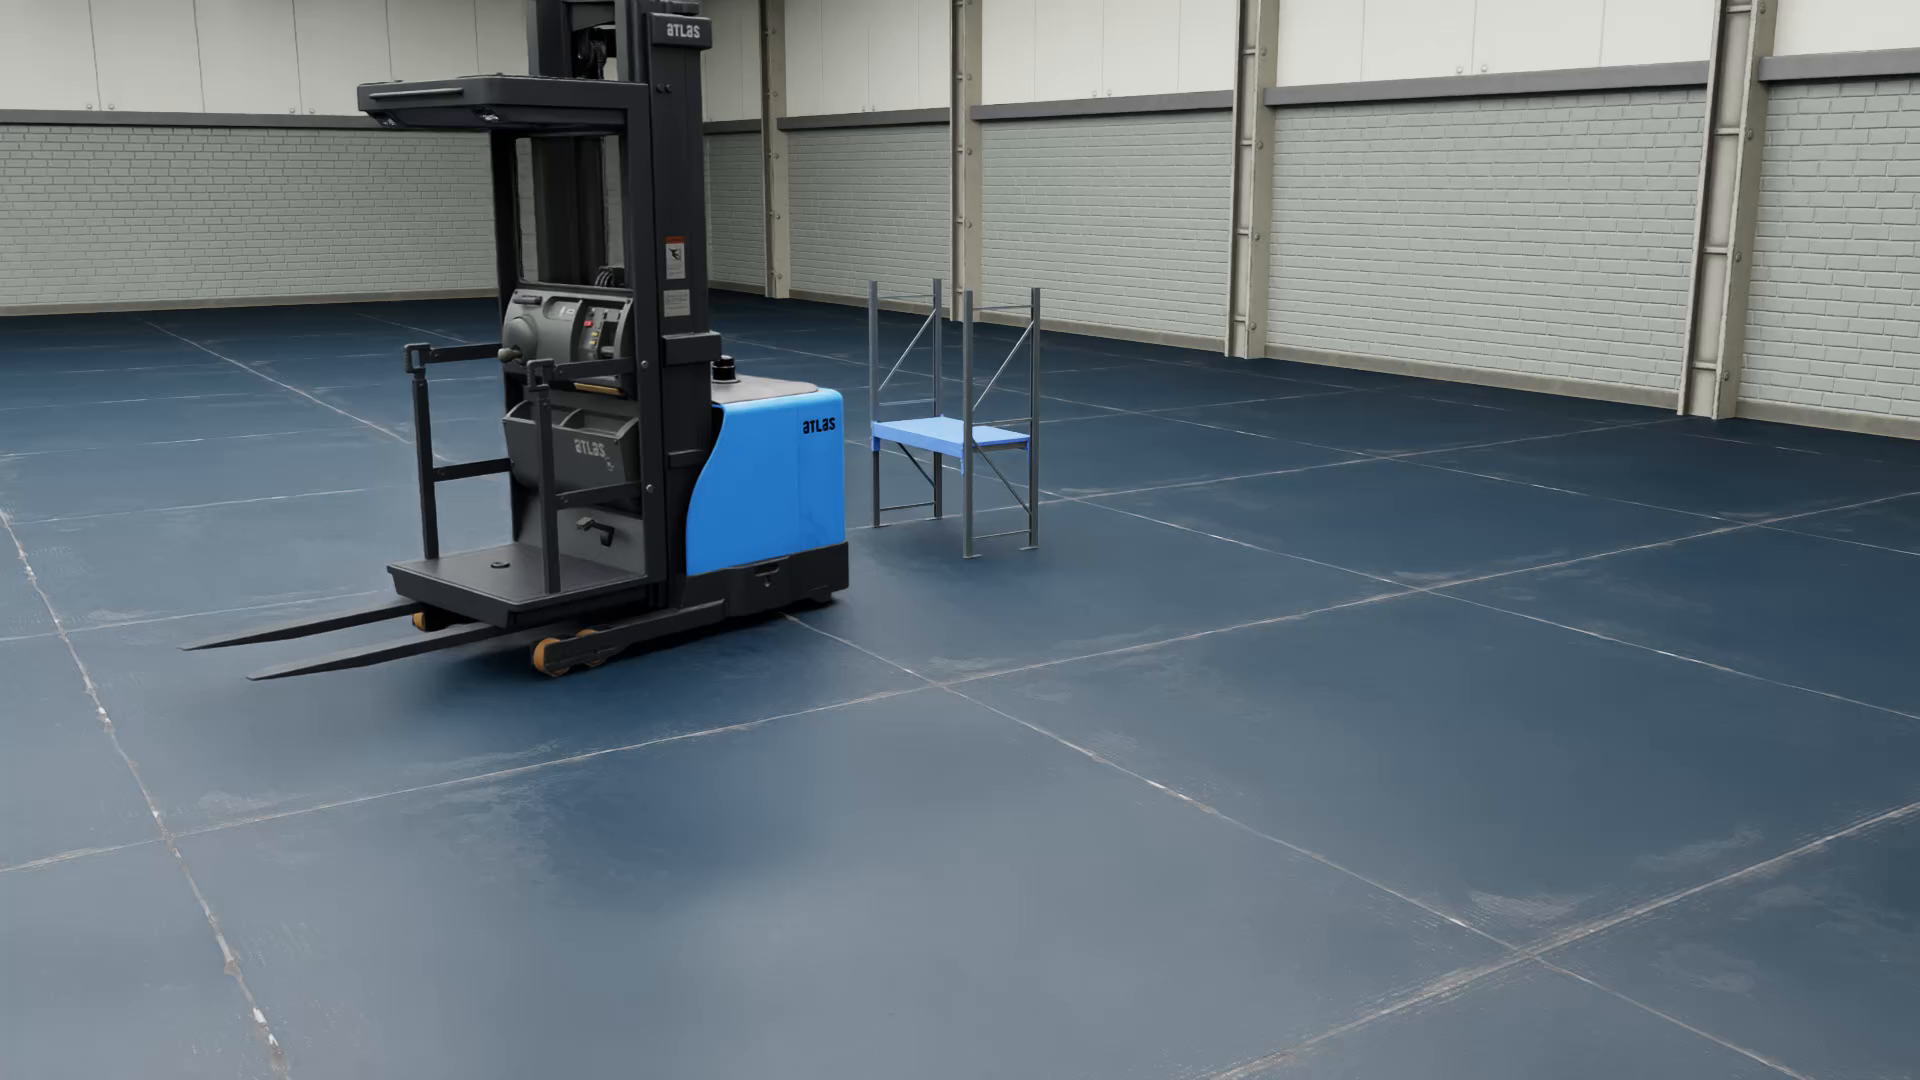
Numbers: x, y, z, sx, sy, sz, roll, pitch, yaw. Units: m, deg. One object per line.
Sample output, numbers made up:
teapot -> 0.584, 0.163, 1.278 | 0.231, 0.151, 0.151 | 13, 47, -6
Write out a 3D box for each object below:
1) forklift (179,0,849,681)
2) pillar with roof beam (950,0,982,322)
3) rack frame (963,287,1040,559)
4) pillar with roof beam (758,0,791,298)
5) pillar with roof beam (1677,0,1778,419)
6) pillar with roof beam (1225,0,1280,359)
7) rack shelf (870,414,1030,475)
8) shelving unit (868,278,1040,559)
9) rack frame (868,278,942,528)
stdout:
forklift -> -1.932, -0.966, 7.418 | 1.130, 2.935, 3.031 | 11, 17, 41
pillar with roof beam -> -3.500, -7.144, 21.465 | 9.100, 9.000, 0.400 | -8, 15, -33
rack frame -> 0.234, -0.657, 9.357 | 0.500, 1.500, 0.032 | -8, 15, -33
pillar with roof beam -> -6.824, -8.211, 26.344 | 9.100, 9.000, 0.400 | -8, 15, -33
pillar with roof beam -> 3.149, -5.010, 11.705 | 9.100, 9.000, 0.400 | -8, 15, -33
pillar with roof beam -> -0.175, -6.077, 16.585 | 9.100, 9.000, 0.400 | -8, 15, -33
rack shelf -> -0.047, -0.572, 9.809 | 0.538, 0.185, 1.000 | -8, 15, -33
shelving unit -> -0.047, -0.748, 9.771 | 0.538, 1.500, 1.048 | -8, 15, -33
rack frame -> -0.329, -0.838, 10.184 | 0.500, 1.500, 0.032 | -8, 15, -33
